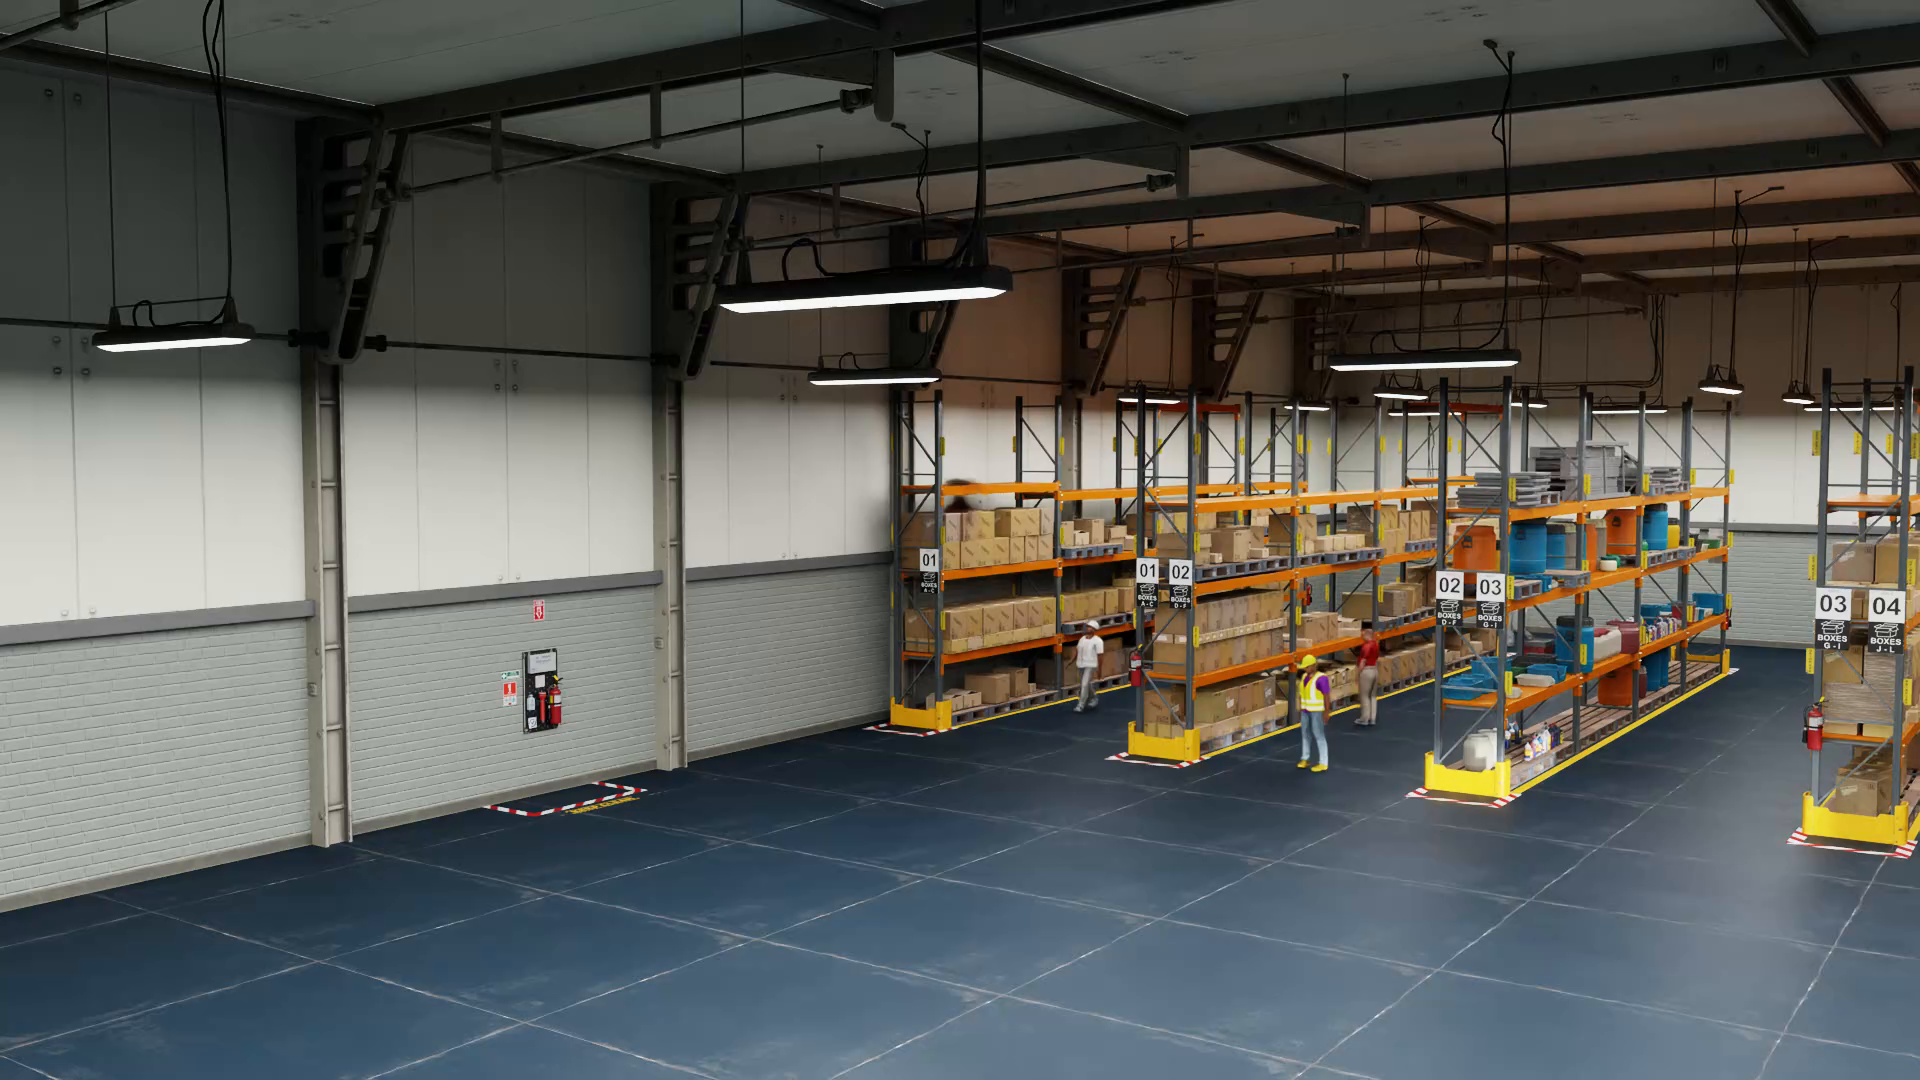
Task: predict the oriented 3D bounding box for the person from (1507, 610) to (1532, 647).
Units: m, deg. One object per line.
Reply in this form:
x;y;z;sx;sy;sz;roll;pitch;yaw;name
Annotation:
13.858;1.775;41.419;0.698;1.761;0.551;-1;3;-13;person

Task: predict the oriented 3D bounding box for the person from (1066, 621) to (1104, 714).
2.363;2.388;31.379;0.660;1.712;1.028;3;4;39;person

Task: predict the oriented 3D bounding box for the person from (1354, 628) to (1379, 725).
7.293;2.451;29.854;0.403;1.738;0.545;3;4;41;person

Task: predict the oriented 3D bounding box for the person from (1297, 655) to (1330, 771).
5.457;2.660;25.824;0.405;1.763;0.616;-2;4;-29;person
